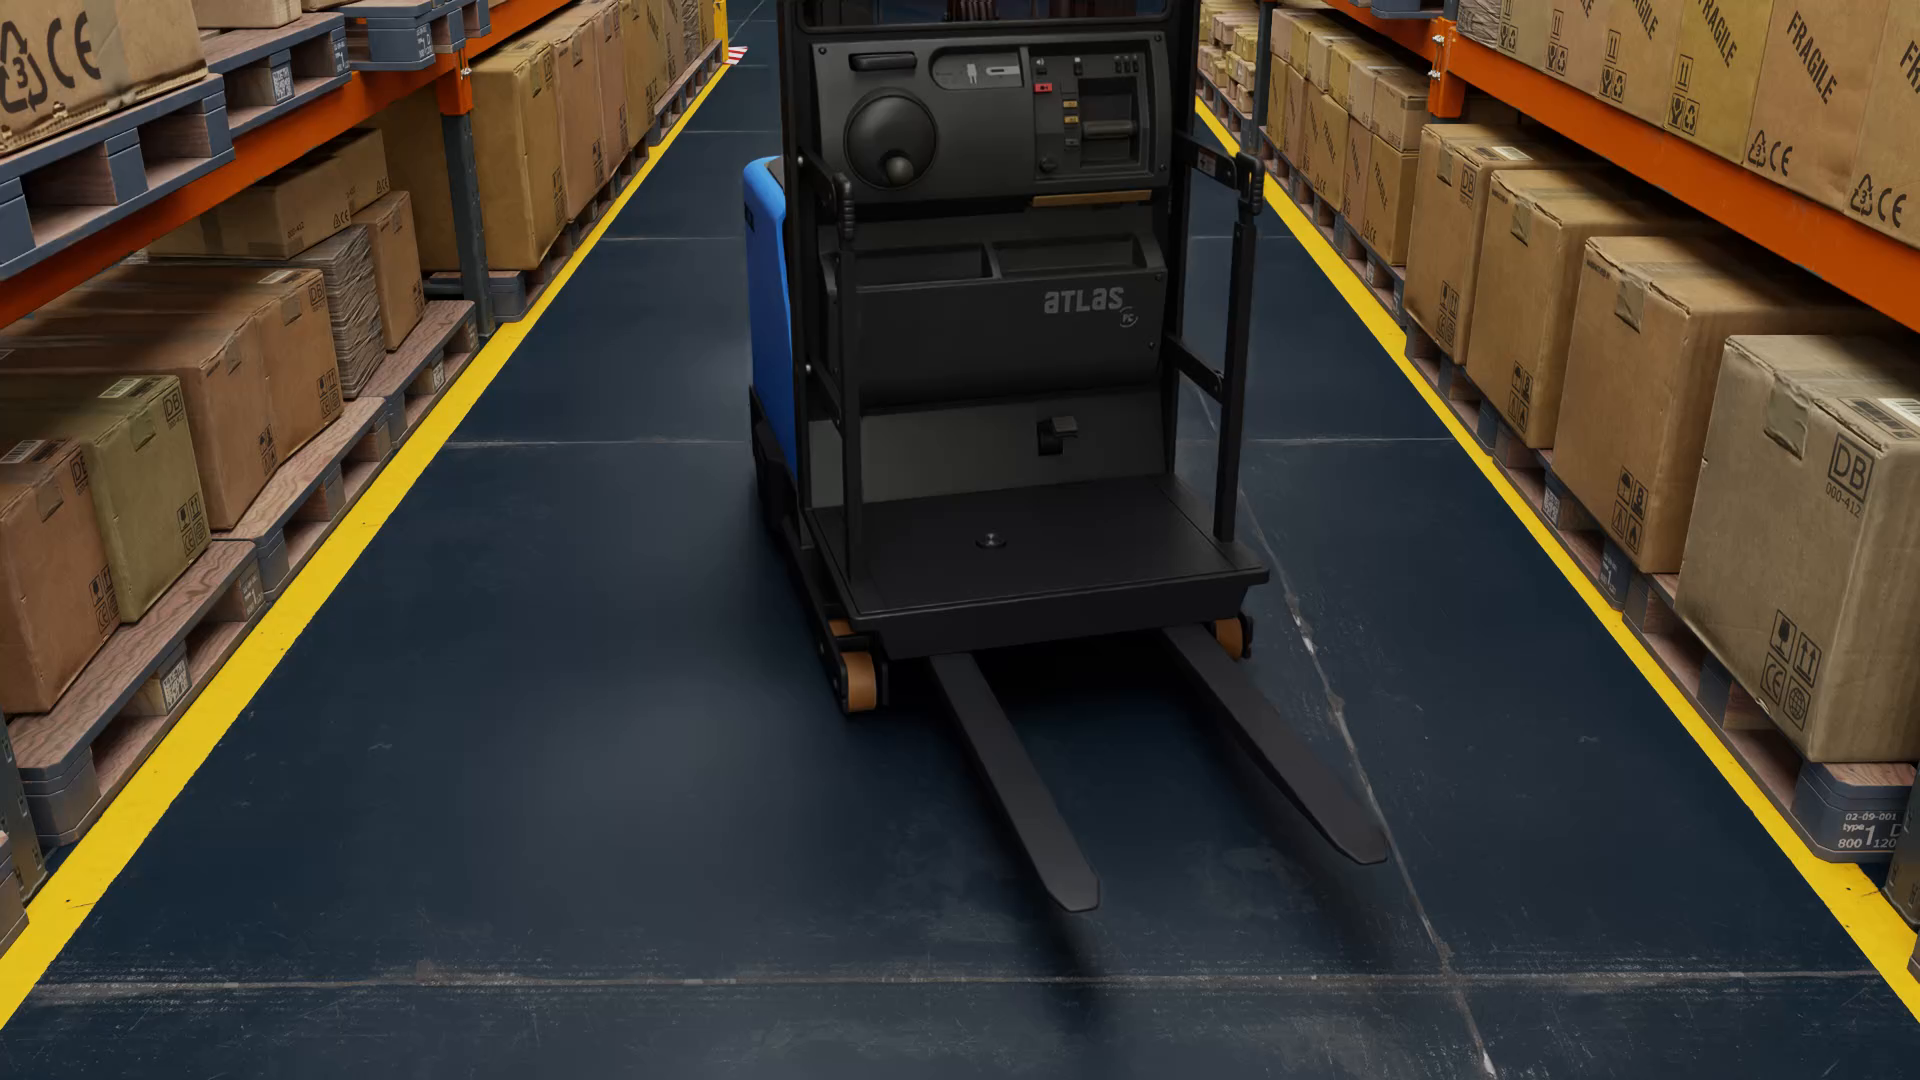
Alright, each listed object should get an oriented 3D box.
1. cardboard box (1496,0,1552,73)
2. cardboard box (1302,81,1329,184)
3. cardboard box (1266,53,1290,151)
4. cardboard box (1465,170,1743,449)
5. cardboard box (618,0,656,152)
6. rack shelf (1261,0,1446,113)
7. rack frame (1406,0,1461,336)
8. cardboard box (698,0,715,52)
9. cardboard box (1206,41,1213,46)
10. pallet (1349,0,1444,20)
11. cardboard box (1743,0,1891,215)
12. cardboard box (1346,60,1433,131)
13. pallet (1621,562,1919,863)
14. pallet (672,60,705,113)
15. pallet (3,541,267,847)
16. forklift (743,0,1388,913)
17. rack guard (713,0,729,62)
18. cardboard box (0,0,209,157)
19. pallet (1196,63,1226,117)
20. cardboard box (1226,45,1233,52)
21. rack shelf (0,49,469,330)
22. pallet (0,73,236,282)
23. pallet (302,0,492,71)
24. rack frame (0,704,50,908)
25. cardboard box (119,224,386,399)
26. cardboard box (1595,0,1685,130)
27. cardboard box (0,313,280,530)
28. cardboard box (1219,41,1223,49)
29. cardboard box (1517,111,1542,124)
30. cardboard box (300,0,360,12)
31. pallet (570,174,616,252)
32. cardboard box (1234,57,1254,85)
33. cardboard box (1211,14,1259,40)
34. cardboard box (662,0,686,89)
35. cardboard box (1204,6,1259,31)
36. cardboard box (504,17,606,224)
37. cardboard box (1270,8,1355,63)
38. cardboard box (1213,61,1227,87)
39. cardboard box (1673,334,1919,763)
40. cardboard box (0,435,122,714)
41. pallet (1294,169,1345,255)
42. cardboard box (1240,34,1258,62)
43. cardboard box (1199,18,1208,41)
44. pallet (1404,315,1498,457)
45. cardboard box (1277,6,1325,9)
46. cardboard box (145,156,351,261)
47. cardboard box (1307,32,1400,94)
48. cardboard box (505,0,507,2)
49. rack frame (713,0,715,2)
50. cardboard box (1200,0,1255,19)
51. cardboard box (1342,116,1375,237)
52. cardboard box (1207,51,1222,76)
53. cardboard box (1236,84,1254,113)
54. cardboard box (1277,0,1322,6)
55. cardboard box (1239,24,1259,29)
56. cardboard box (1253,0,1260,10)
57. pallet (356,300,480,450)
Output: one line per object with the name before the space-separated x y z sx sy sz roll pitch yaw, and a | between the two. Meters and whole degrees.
cardboard box | 2.177 -1.882 5.649 0.500 0.500 0.500 0 24 -1
cardboard box | 2.160 -2.193 8.983 0.500 0.500 0.500 0 24 0
cardboard box | 2.133 -2.627 9.942 0.500 0.500 0.500 1 24 1
cardboard box | 2.363 -0.787 5.570 1.050 0.750 0.750 0 24 0
cardboard box | -2.544 -2.859 10.001 1.225 0.875 0.875 0 24 0
rack shelf | 2.412 -2.728 8.515 1.077 0.370 4.000 0 24 -1
rack frame | 2.434 -2.232 6.545 1.000 3.000 0.127 0 24 -1
cardboard box | -2.527 -4.508 13.646 0.875 0.875 0.875 0 24 -1
cardboard box | 2.118 -3.783 12.925 0.380 0.149 0.250 0 24 0
pallet | 2.319 -2.438 7.233 1.213 0.211 1.003 0 24 -1
cardboard box | 2.199 -1.051 3.813 0.500 0.500 0.500 -1 24 -1
cardboard box | 2.148 -2.115 7.900 0.500 0.250 0.500 0 24 0
pallet | 2.394 0.369 4.178 1.003 0.211 1.213 0 24 -1
pallet | -2.517 -3.447 12.615 1.003 0.211 1.213 0 24 -1
pallet | -2.493 0.347 4.227 1.003 0.211 1.213 0 24 -1
forklift | 0.148 -1.066 4.051 1.130 2.935 3.031 -6 25 -13
rack guard | -2.615 -4.419 14.414 1.175 0.500 0.348 0 24 -1
cardboard box | -2.352 -1.396 3.459 1.000 1.000 1.000 0 24 0
pallet | 2.331 -3.390 12.490 1.003 0.211 1.213 0 24 -1
cardboard box | 2.106 -3.467 11.865 0.380 0.149 0.250 0 24 1
rack shelf | -2.505 -1.099 4.914 1.077 0.370 4.000 0 24 -1
pallet | -2.346 -0.831 3.681 1.003 0.211 1.213 0 24 -1
pallet | -2.413 -1.871 5.979 1.213 0.211 1.003 0 24 -1
rack frame | -2.483 -0.603 2.943 1.000 3.000 0.127 0 24 -1
cardboard box | -2.481 -0.808 5.897 0.700 0.500 0.500 -2 24 -5
cardboard box | 2.185 -1.469 4.736 0.500 0.500 0.500 -1 24 -1
cardboard box | -2.461 -0.345 4.872 0.700 0.500 0.500 -2 24 -5
cardboard box | 2.170 -3.799 12.599 0.380 0.149 0.250 1 24 2
cardboard box | 2.668 -1.911 7.450 0.500 0.250 0.500 -1 24 -3
cardboard box | -2.375 -2.036 5.481 0.700 0.500 0.500 3 25 7
pallet | -2.471 -1.807 8.990 1.003 0.211 1.213 0 24 -1
cardboard box | 2.053 -3.148 11.159 0.380 0.149 0.250 -1 24 -3
cardboard box | 2.038 -3.726 12.077 0.380 0.149 0.250 -1 24 -2
cardboard box | -2.508 -3.766 12.006 0.875 0.875 0.875 0 24 -1
cardboard box | 2.047 -3.932 12.532 0.380 0.149 0.250 0 24 0
cardboard box | -2.516 -2.126 8.380 1.225 0.875 0.875 0 24 0
cardboard box | 2.134 -2.969 9.788 0.500 0.250 0.500 -1 24 -3
cardboard box | 2.034 -3.359 11.987 0.380 0.149 0.250 0 24 -1
cardboard box | 2.381 -0.005 3.842 1.050 0.750 0.750 0 24 -1
cardboard box | -2.469 0.082 3.928 0.700 0.500 0.500 -2 24 -5
pallet | 2.416 -1.785 8.940 1.003 0.211 1.213 0 24 -1
cardboard box | 2.084 -3.294 11.122 0.380 0.149 0.250 0 24 0
cardboard box | 2.028 -4.020 13.086 0.380 0.149 0.250 0 24 1
pallet | 2.367 -0.636 6.401 1.003 0.211 1.213 0 24 -1
cardboard box | 2.571 -3.938 12.546 0.380 0.149 0.250 -1 24 -2
cardboard box | -2.474 -1.160 5.764 0.500 0.250 0.500 2 24 5
cardboard box | 2.143 -2.539 8.838 0.500 0.250 0.500 1 24 1
cardboard box | -2.268 -2.711 7.483 0.500 0.500 0.500 -1 24 -2
rack frame | -2.614 -5.548 13.877 1.000 3.000 0.127 0 24 -1
cardboard box | 2.096 -4.155 13.025 0.380 0.149 0.250 -1 24 -3
cardboard box | 2.163 -1.768 8.044 0.500 0.500 0.500 1 24 2
cardboard box | 2.062 -3.566 12.445 0.380 0.149 0.250 0 24 -1
cardboard box | 2.045 -2.933 11.044 0.380 0.149 0.250 0 24 0
cardboard box | 2.620 -4.158 13.032 0.380 0.149 0.250 -1 24 -3
cardboard box | 2.149 -3.504 11.586 0.380 0.149 0.250 1 24 1
cardboard box | 2.551 -4.371 13.503 0.380 0.149 0.250 0 24 0
pallet | -2.520 -0.659 6.450 1.003 0.211 1.213 0 24 -1
